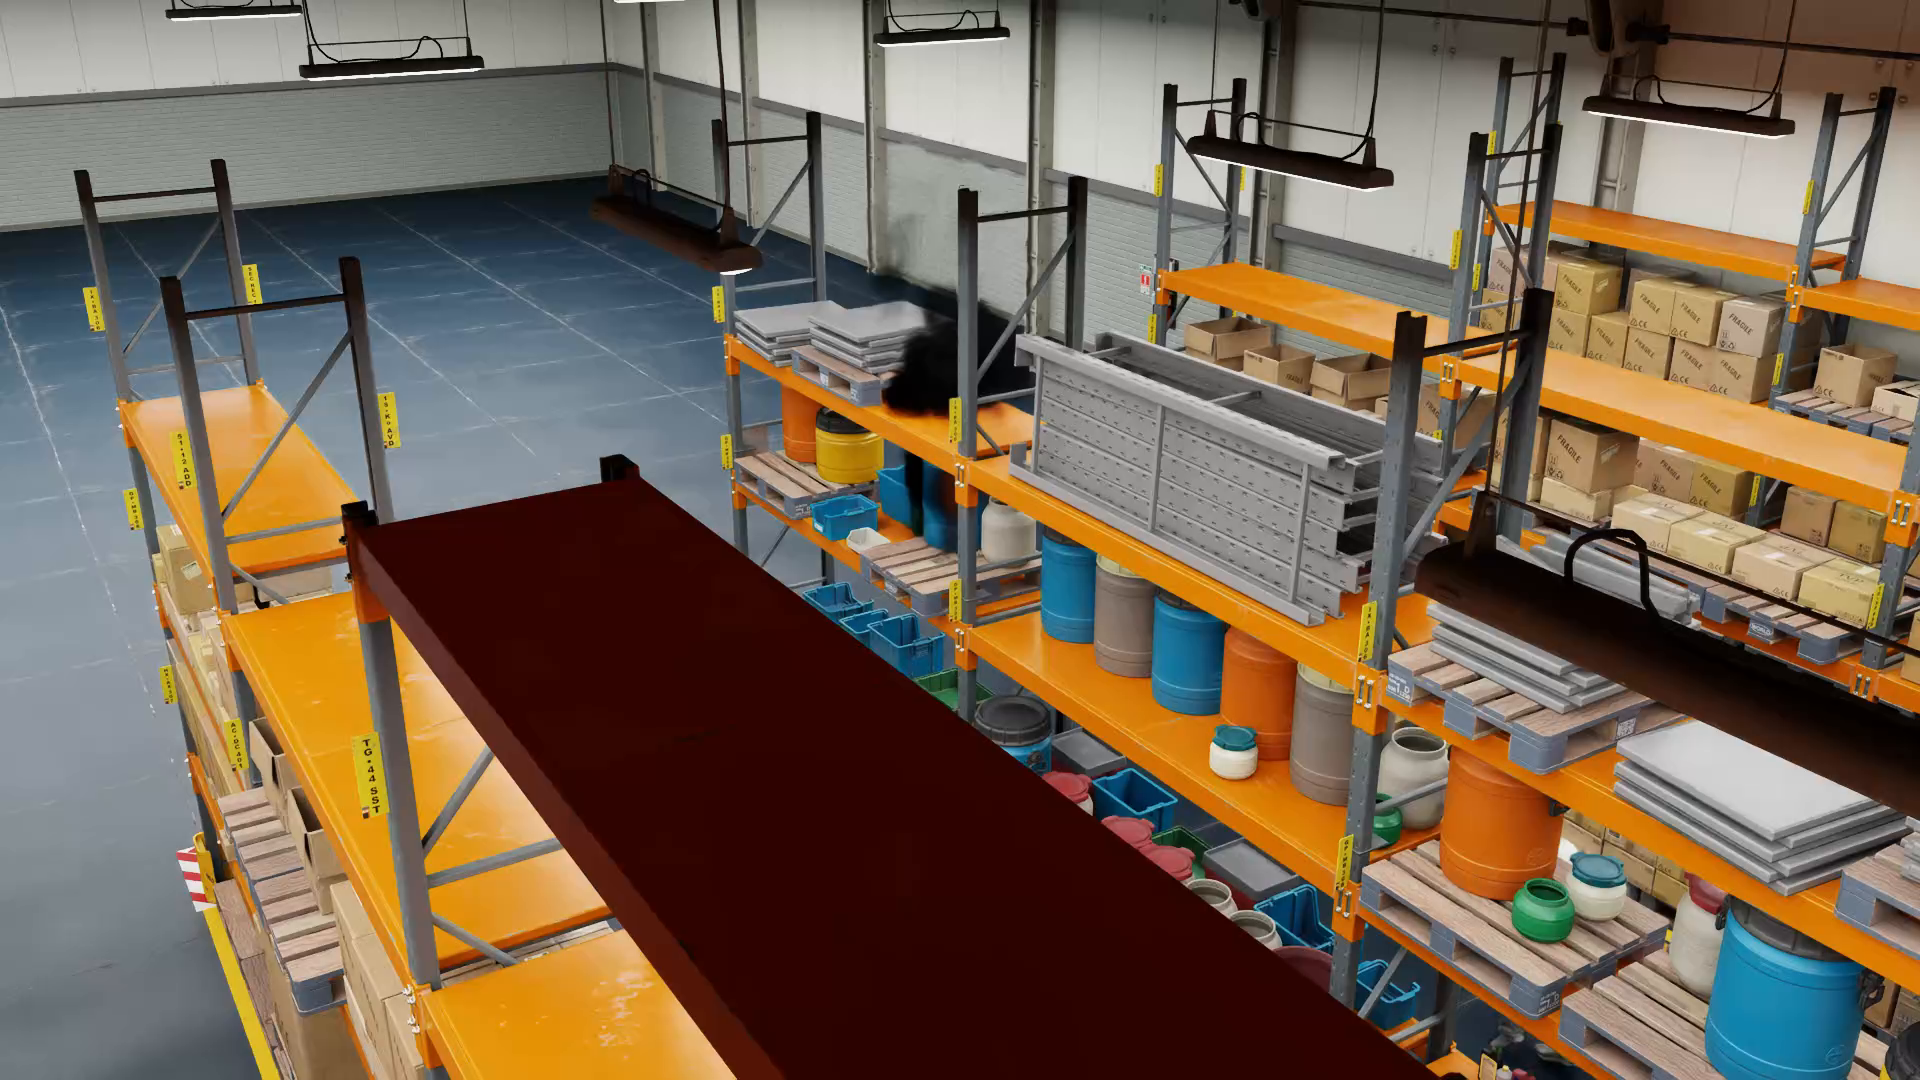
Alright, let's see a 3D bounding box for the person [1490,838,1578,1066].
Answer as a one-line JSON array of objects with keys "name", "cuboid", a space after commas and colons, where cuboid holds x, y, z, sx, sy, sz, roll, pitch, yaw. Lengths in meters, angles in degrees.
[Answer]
[{"name": "person", "cuboid": [4.117, 2.910, 11.798, 0.635, 1.822, 0.756, -15, 26, -33]}]
